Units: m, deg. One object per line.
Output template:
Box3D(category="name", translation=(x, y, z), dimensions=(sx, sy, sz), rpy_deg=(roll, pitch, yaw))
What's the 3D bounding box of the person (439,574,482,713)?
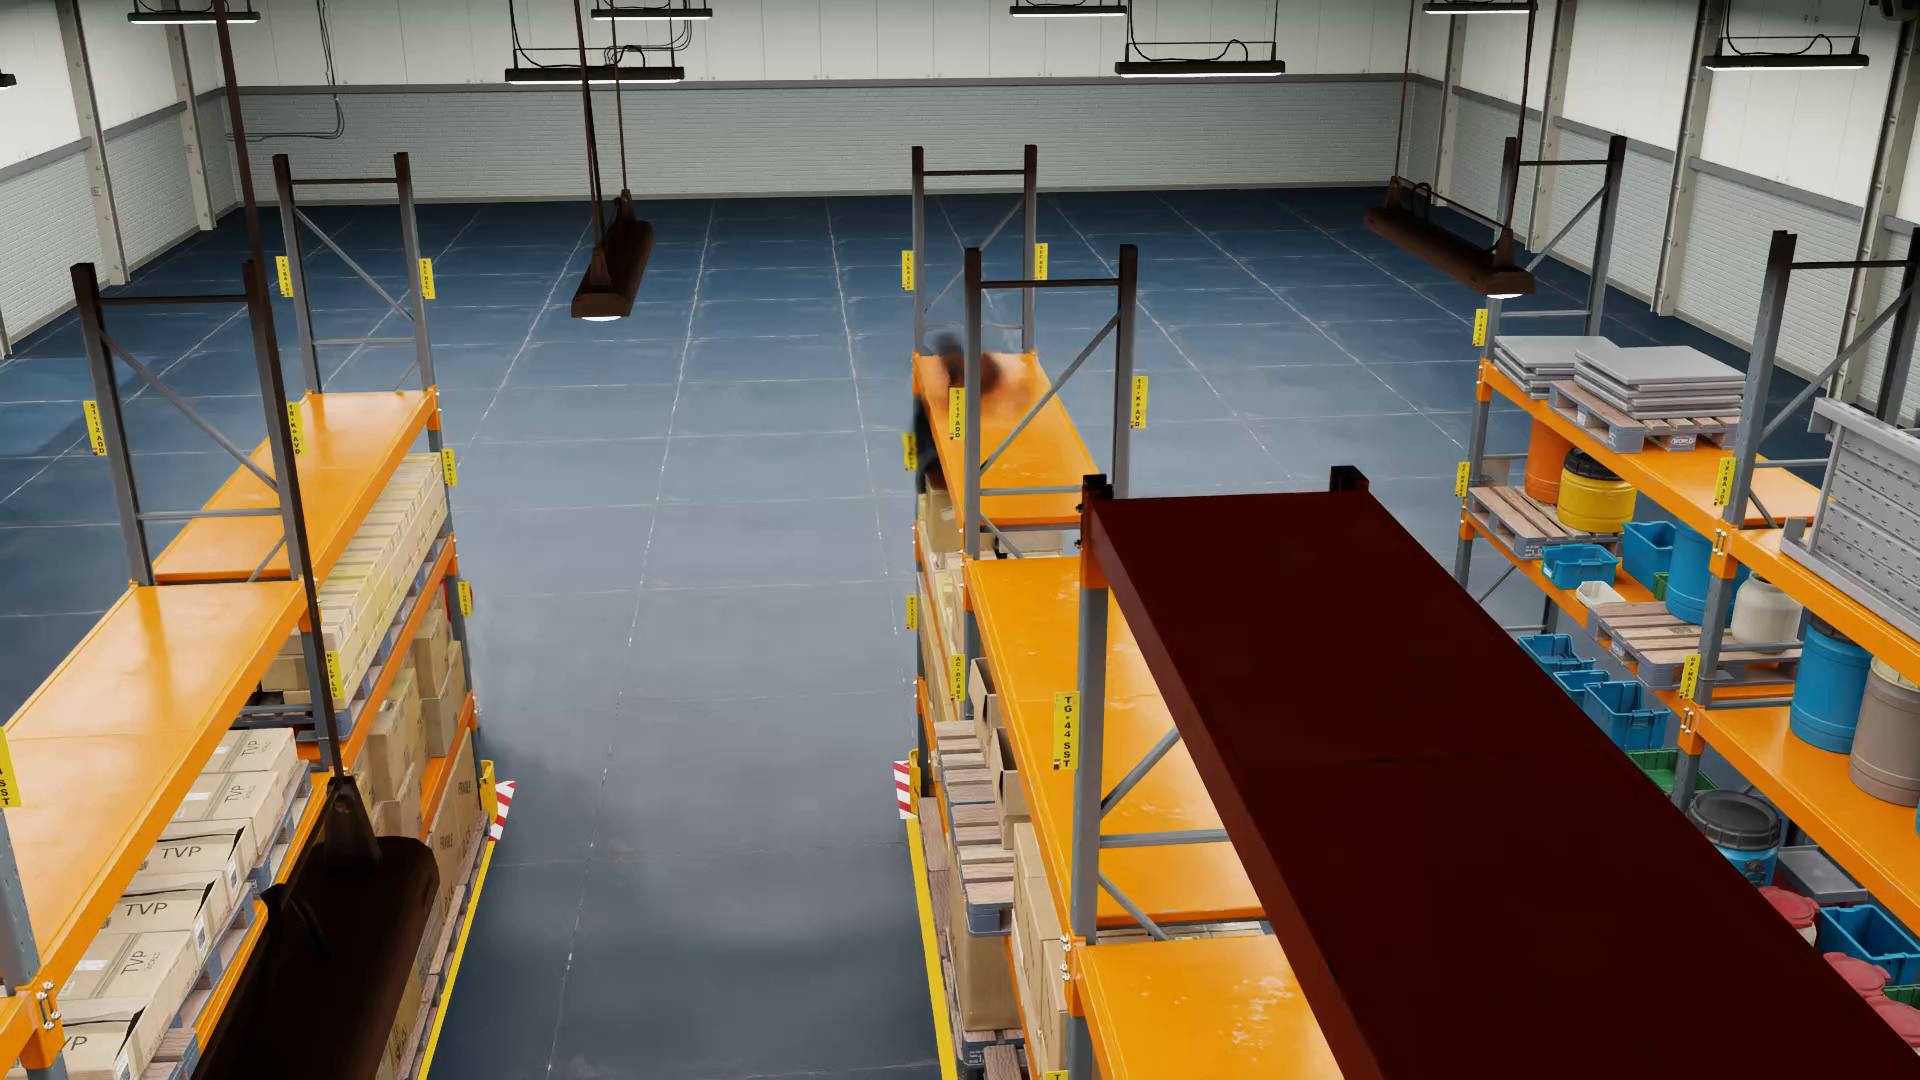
Box3D(category="person", translation=(-5.183, 1.004, 16.792), dimensions=(0.639, 1.799, 0.761), rpy_deg=(-20, 29, -41))
